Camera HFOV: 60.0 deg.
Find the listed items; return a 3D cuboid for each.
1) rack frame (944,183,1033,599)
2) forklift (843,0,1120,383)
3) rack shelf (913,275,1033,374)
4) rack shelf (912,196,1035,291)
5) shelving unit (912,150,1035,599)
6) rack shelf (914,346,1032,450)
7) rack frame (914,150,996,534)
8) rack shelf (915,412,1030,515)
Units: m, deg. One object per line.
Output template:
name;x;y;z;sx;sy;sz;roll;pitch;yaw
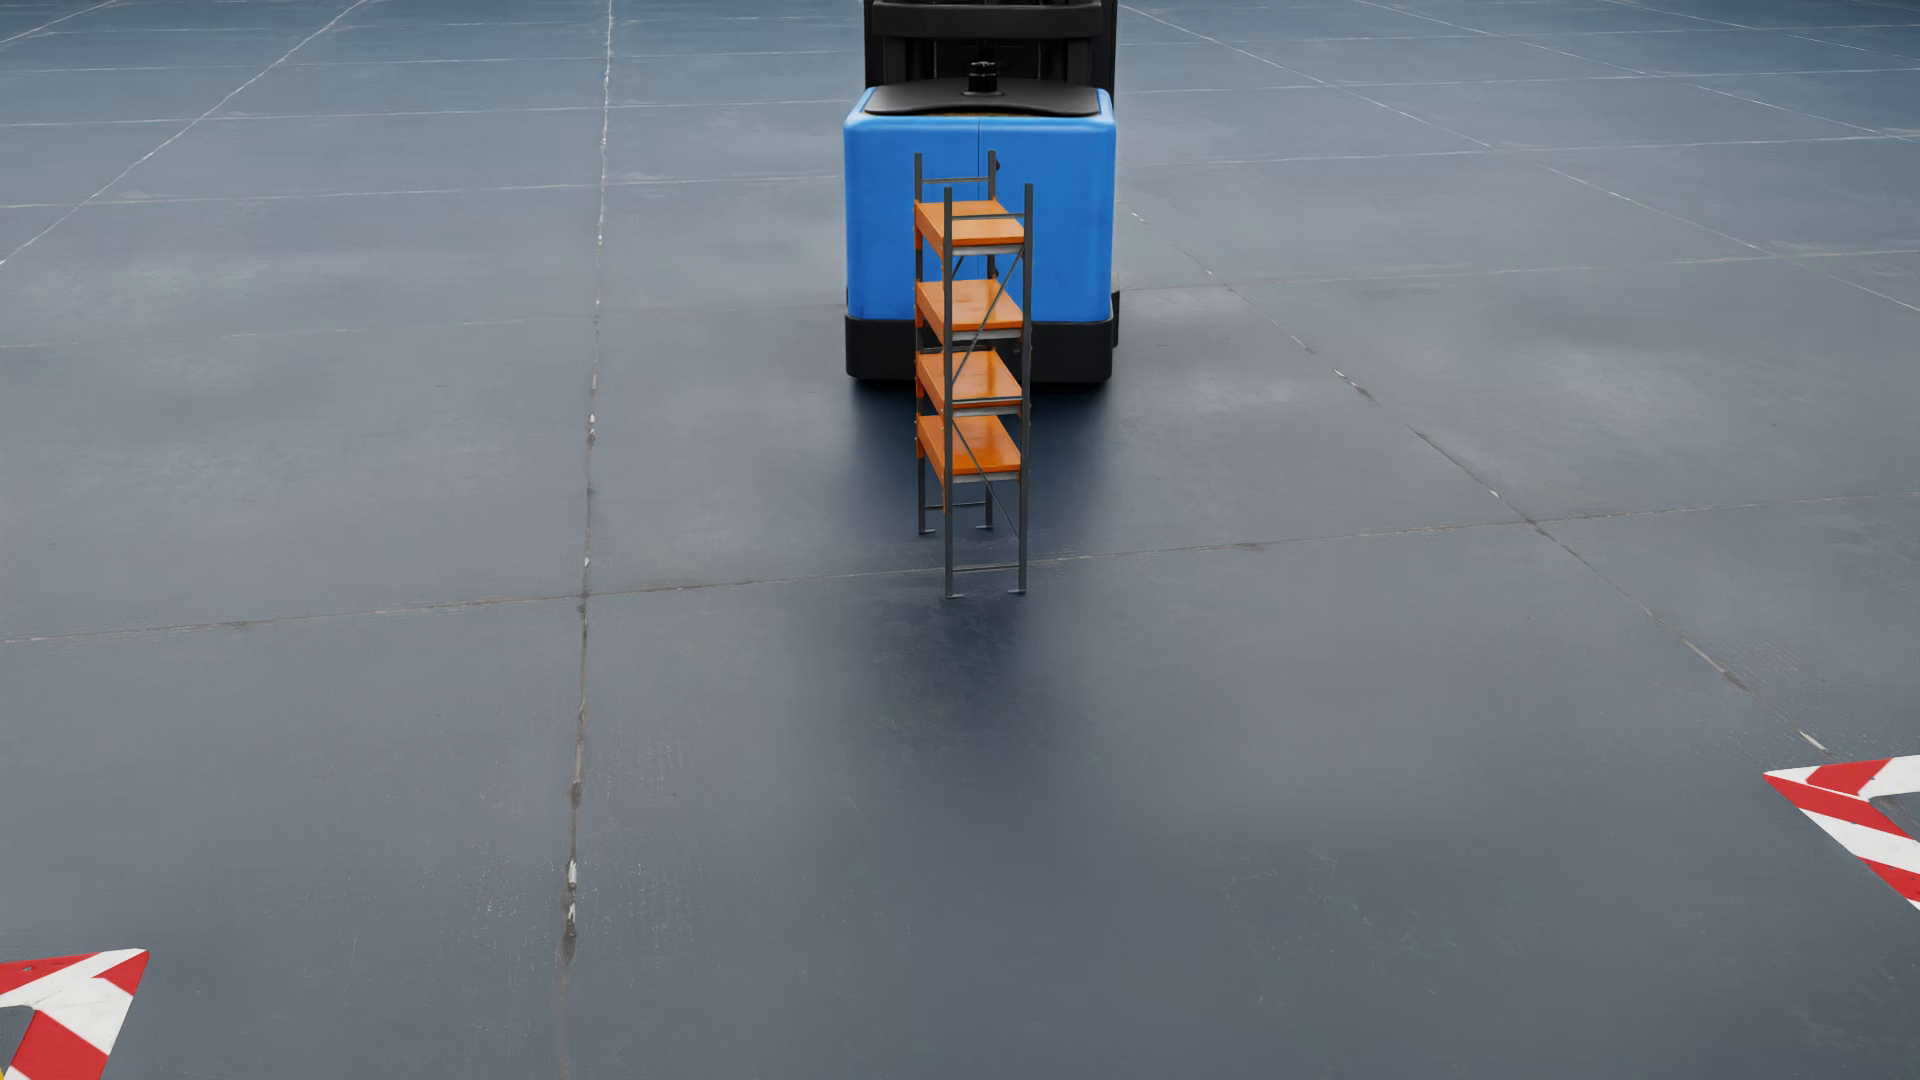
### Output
rack frame;0.076;-0.389;4.641;0.240;1.200;0.015;-4;24;-10
forklift;0.143;-2.501;7.315;1.130;2.935;3.031;1;24;3
rack shelf;0.031;-0.628;4.798;0.258;0.148;0.480;-4;24;-10
rack shelf;0.031;-0.845;4.704;0.258;0.148;0.480;-4;24;-10
shelving unit;0.031;-0.485;4.861;0.258;1.200;0.503;-4;24;-10
rack shelf;0.031;-0.423;4.888;0.258;0.148;0.480;-4;24;-10
rack frame;-0.014;-0.581;5.081;0.240;1.200;0.015;-4;24;-10
rack shelf;0.031;-0.241;4.967;0.258;0.148;0.480;-4;24;-10
